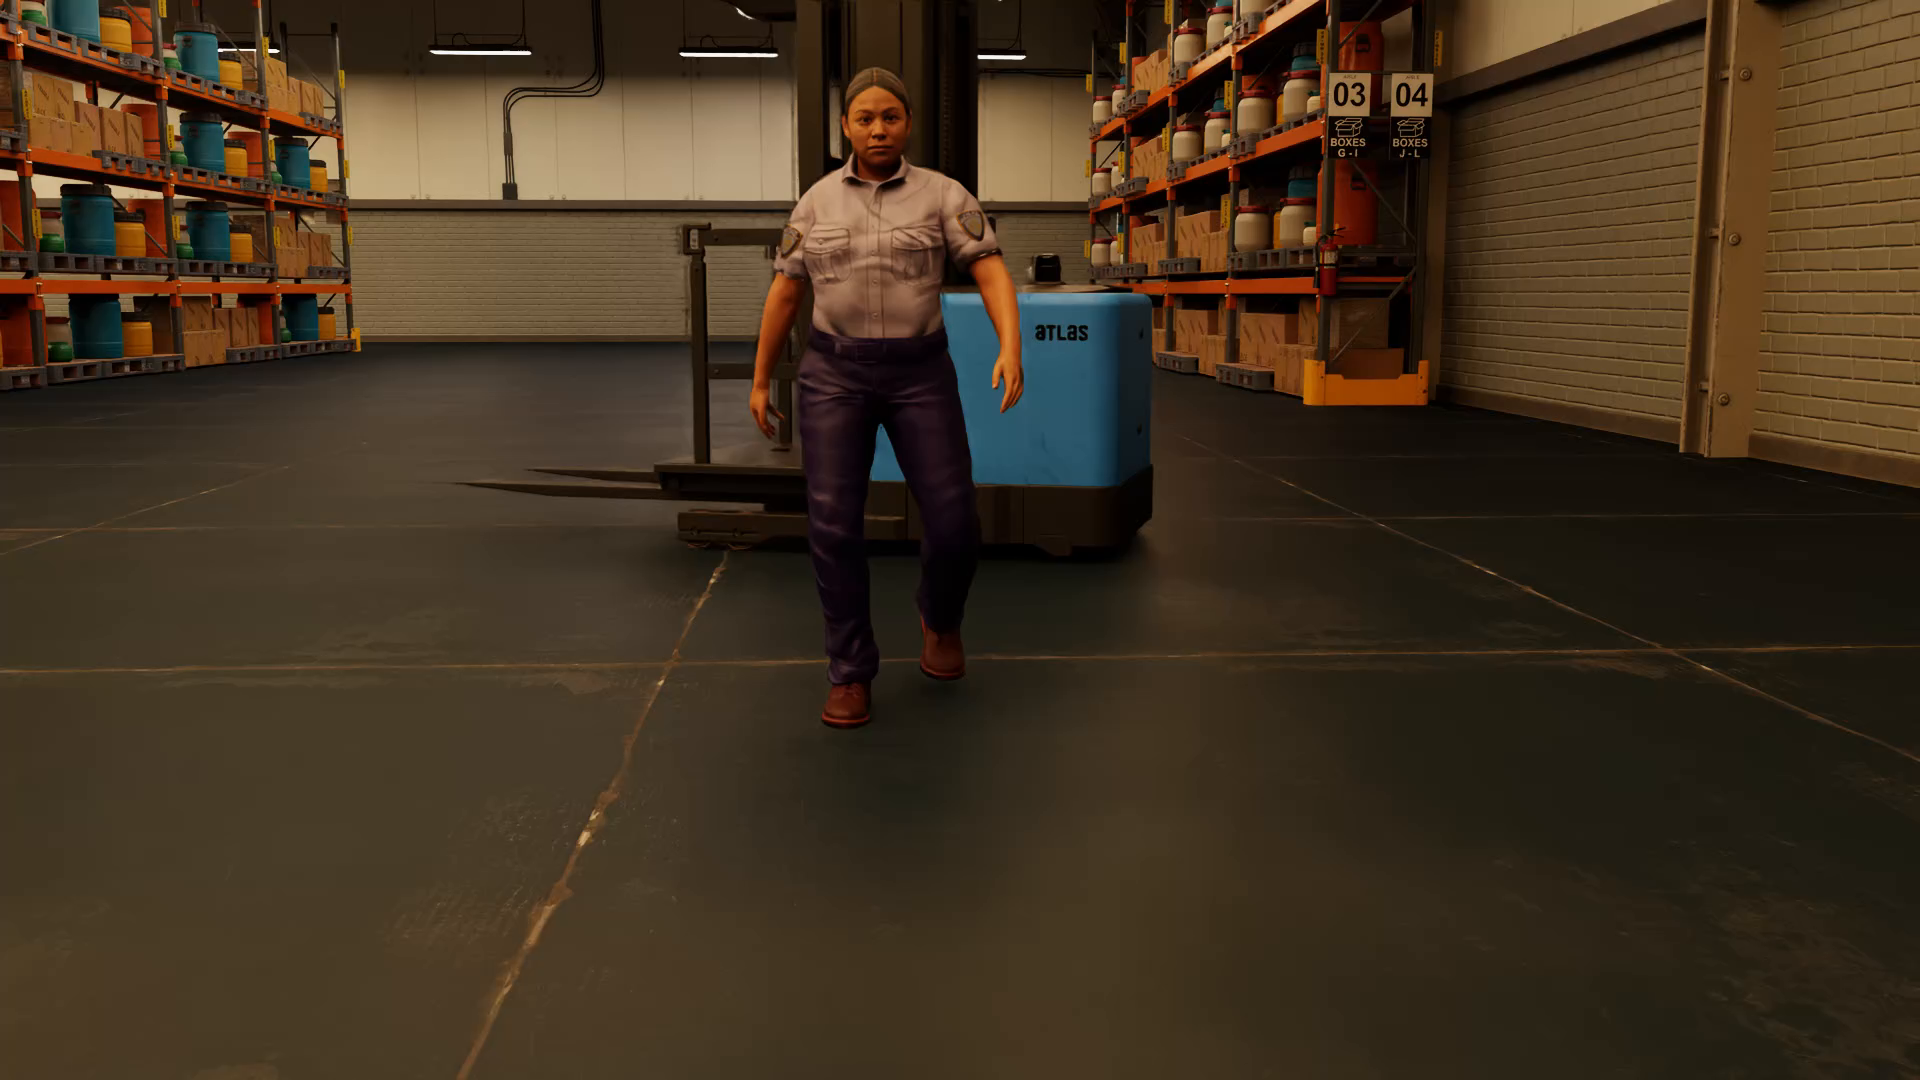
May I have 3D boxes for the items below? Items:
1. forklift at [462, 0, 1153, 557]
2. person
[{"bbox_3d":[-0.707,-1.477,7.281,3.031,2.935,1.130,2,9,15],"label":"forklift"},{"bbox_3d":[-0.201,-0.371,4.286,0.719,1.633,0.564,0,8,1],"label":"person"}]
